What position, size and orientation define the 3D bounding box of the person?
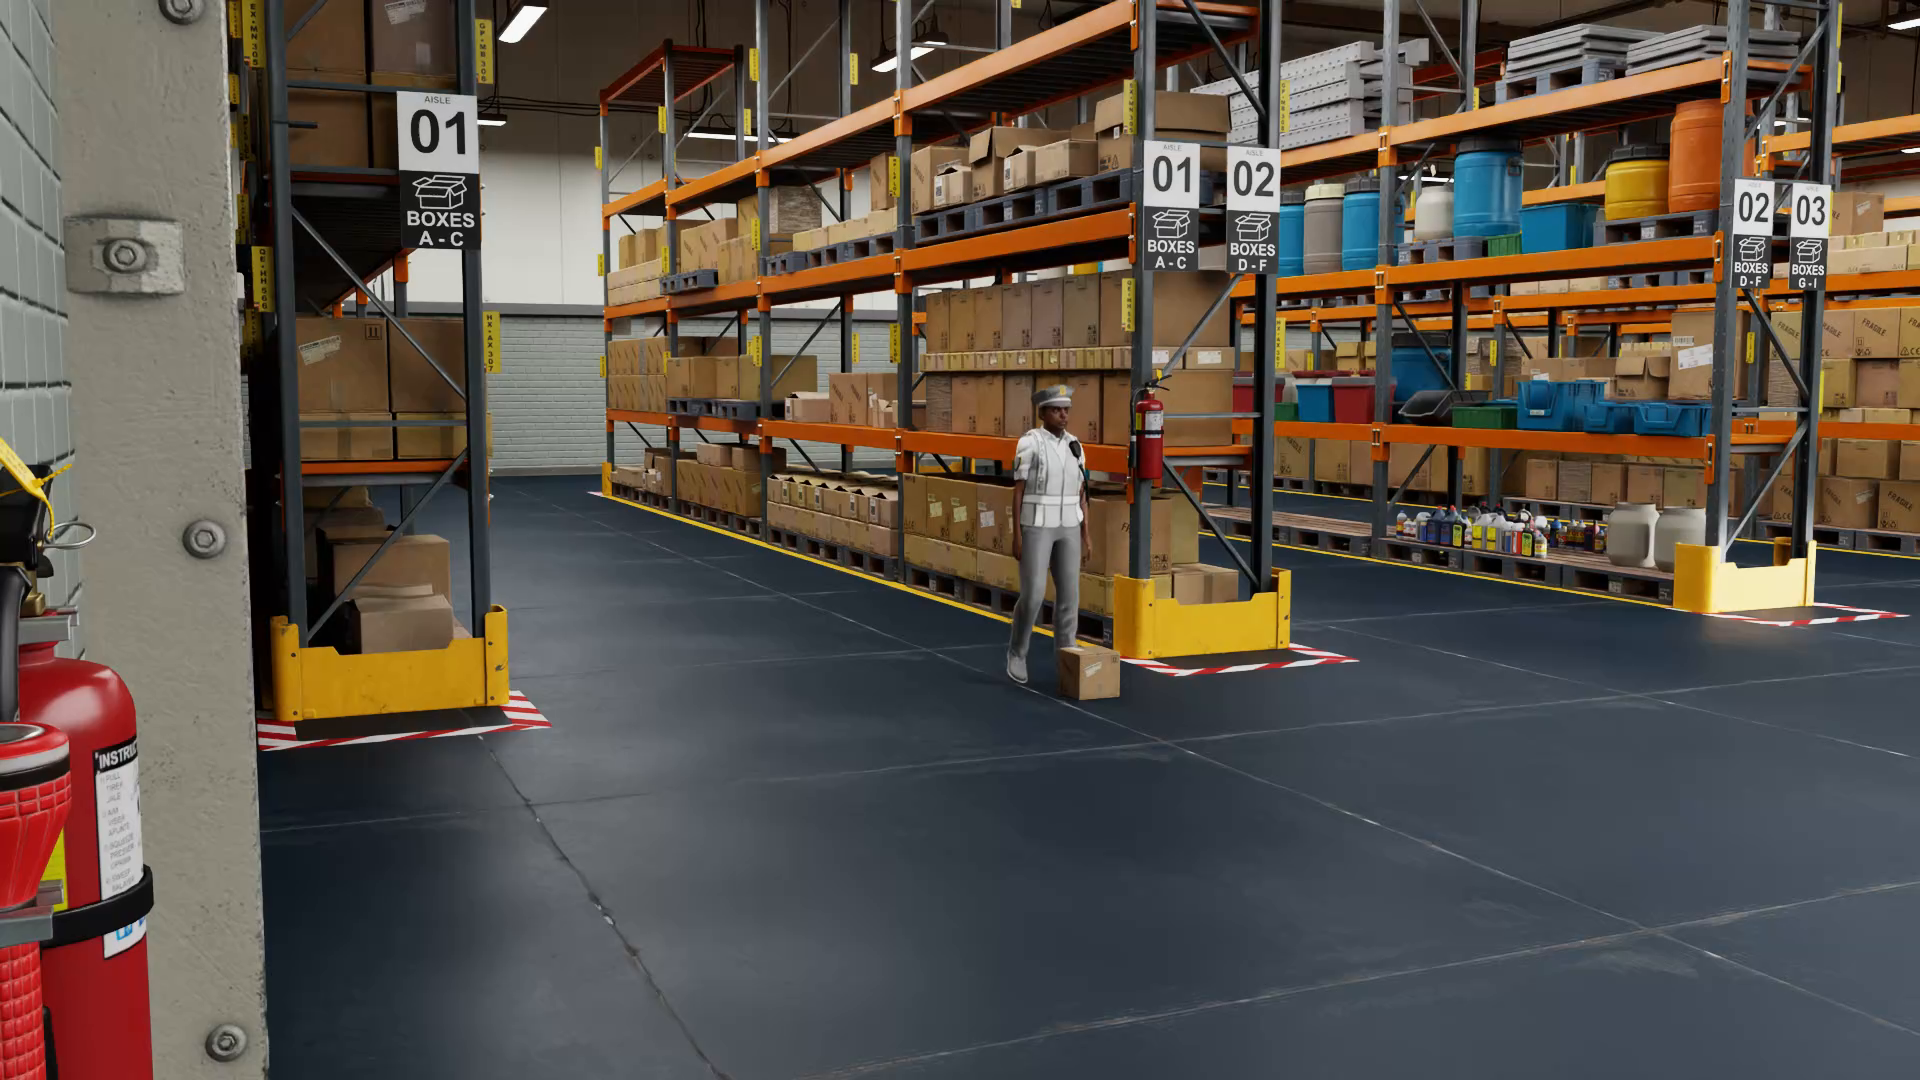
[{"bbox_3d":[0.528,-0.035,9.549,0.513,1.711,0.454,-3,6,-29],"label":"person"}]
